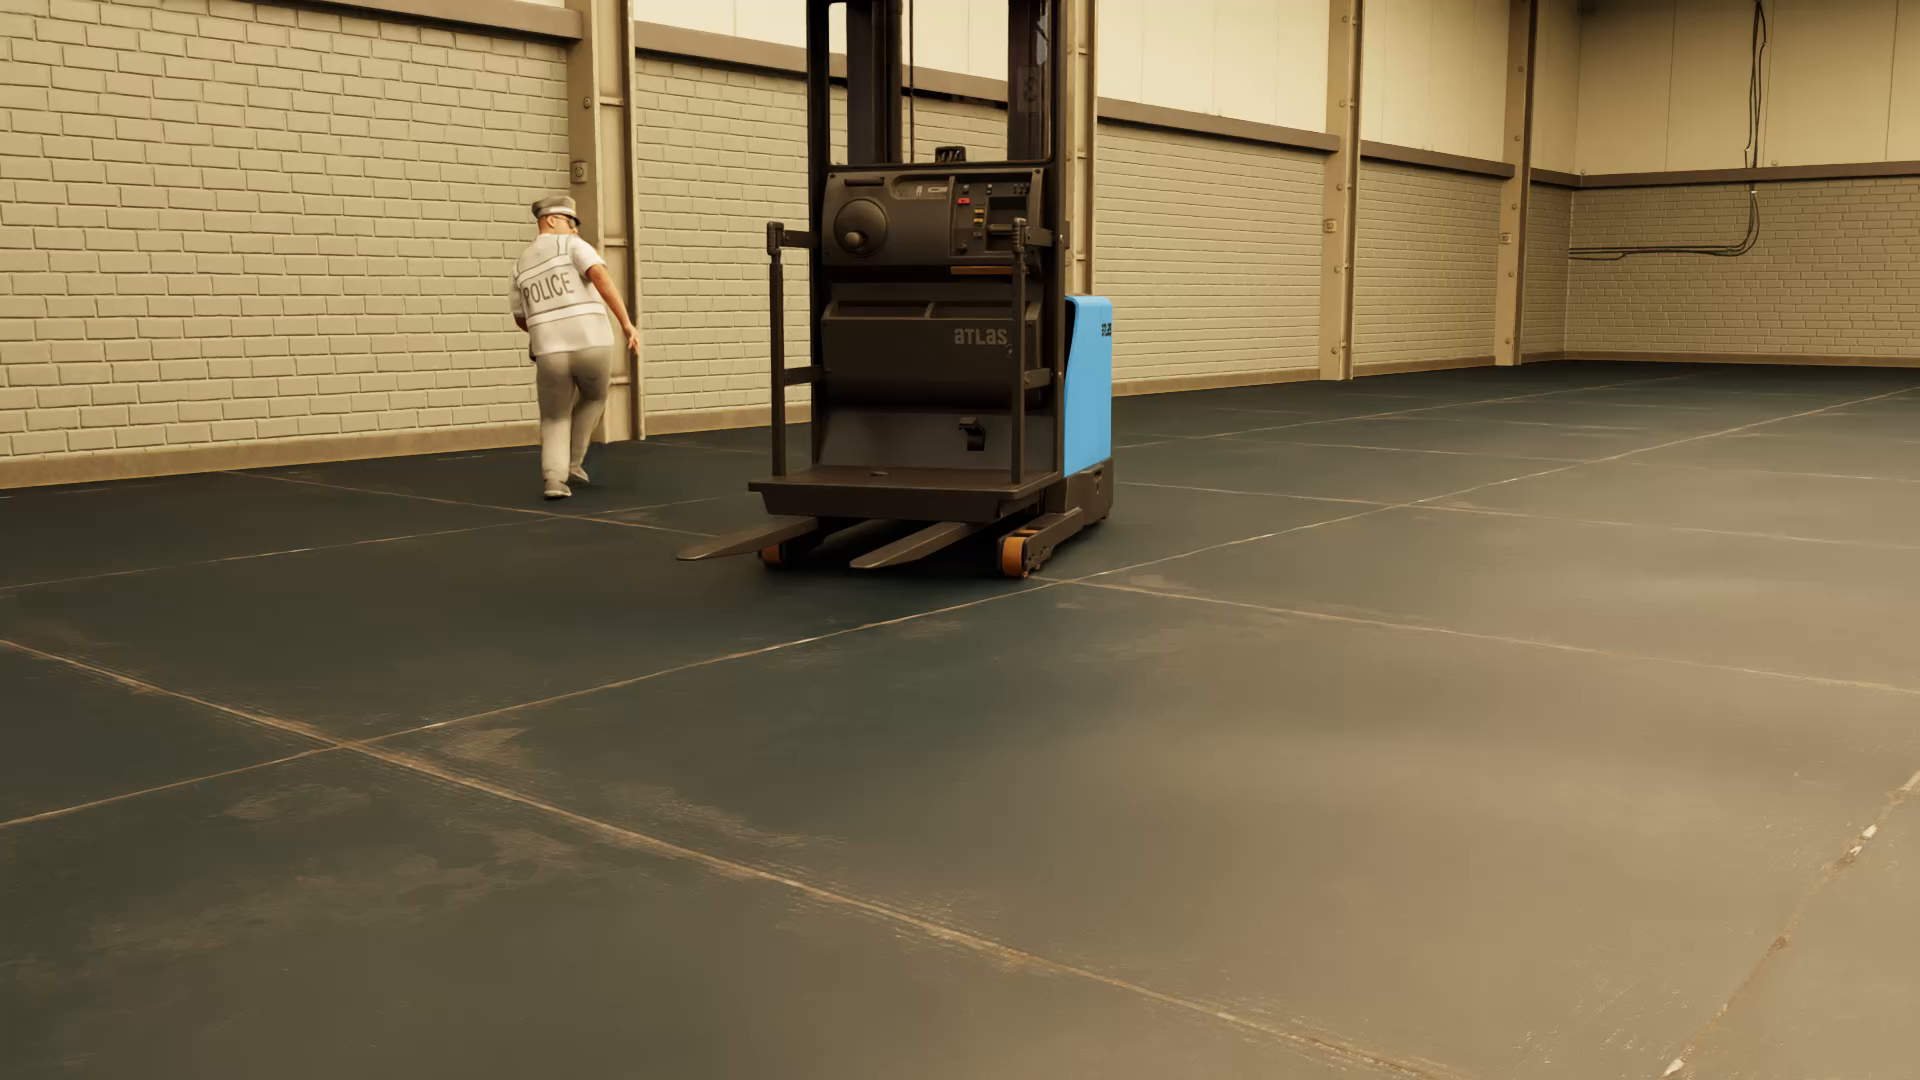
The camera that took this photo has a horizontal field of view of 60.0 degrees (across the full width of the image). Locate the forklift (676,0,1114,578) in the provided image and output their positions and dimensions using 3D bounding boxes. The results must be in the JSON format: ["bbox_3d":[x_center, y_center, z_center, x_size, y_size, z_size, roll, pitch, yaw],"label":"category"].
[{"bbox_3d":[-0.176,-1.366,6.616,1.130,2.935,3.031,3,9,17],"label":"forklift"}]

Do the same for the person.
[{"bbox_3d":[-2.065,-1.045,9.107,0.777,1.593,0.795,0,8,1],"label":"person"}]
